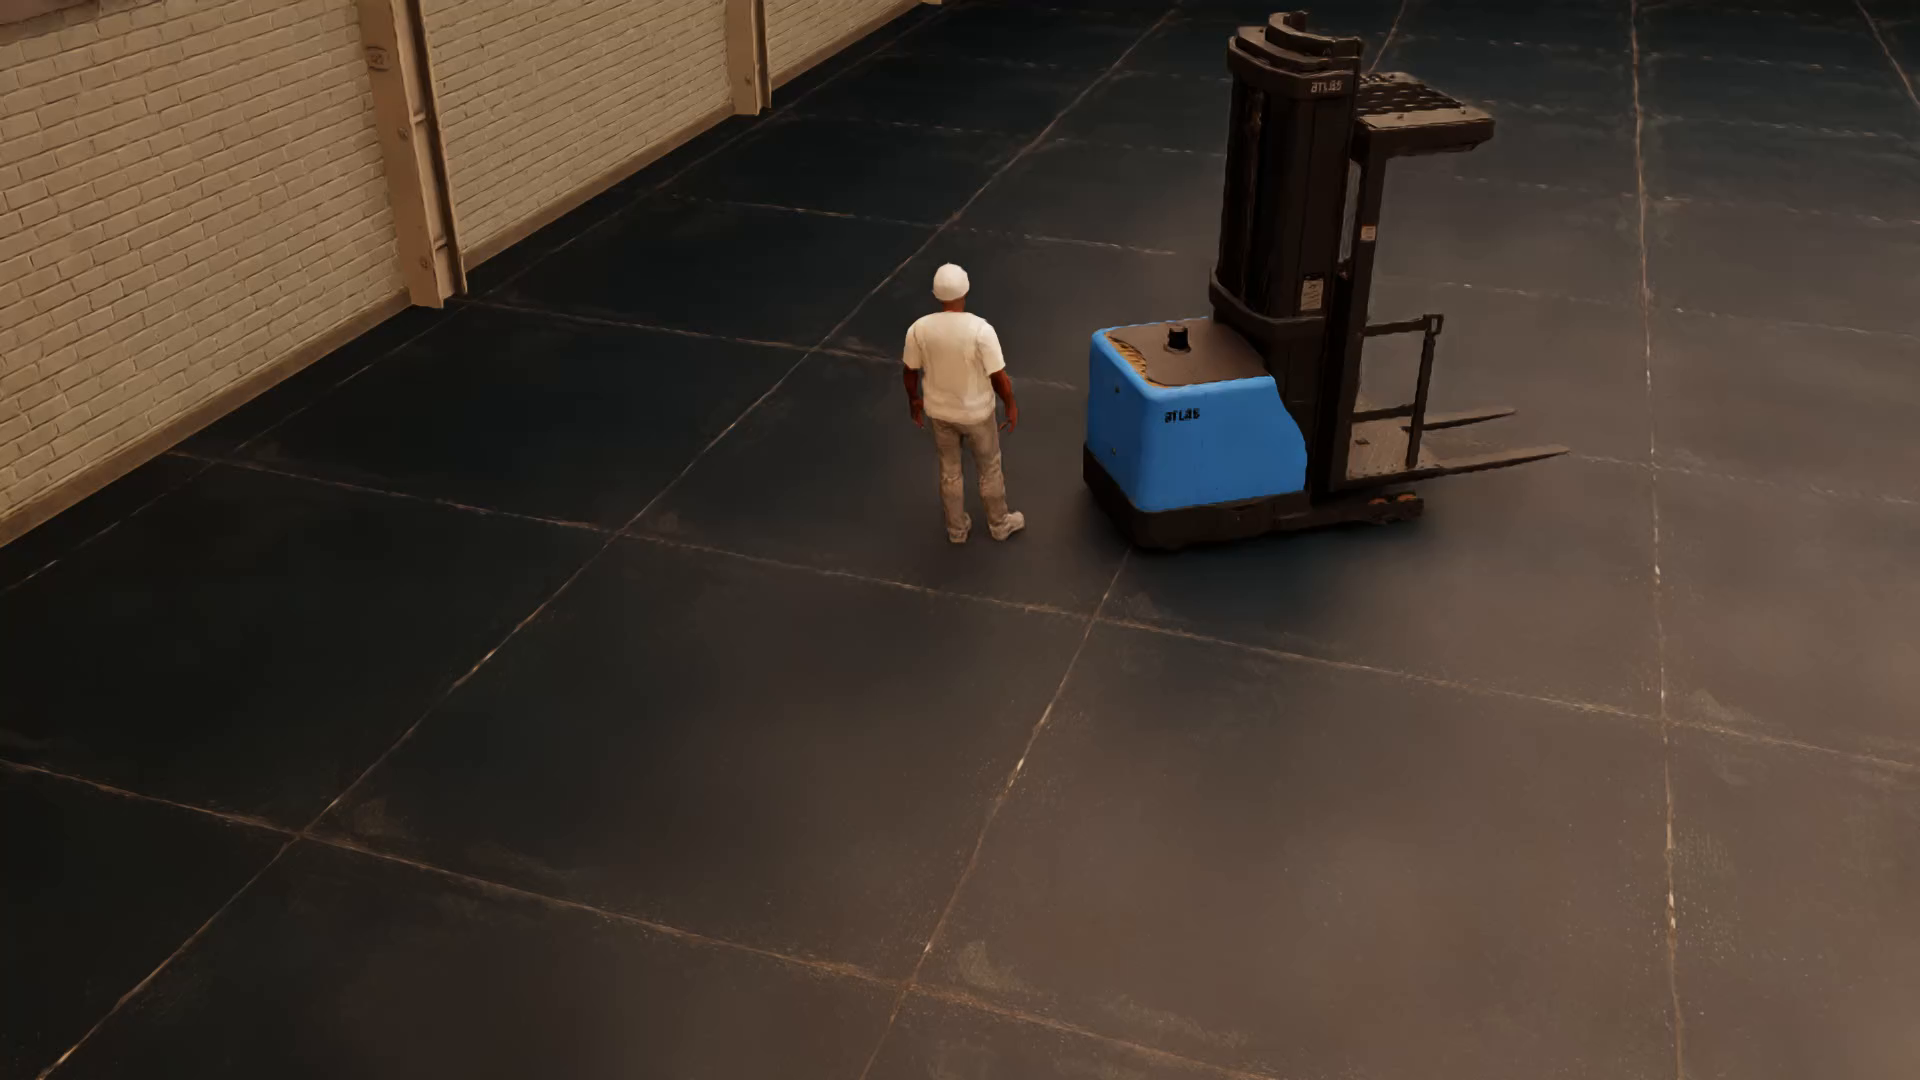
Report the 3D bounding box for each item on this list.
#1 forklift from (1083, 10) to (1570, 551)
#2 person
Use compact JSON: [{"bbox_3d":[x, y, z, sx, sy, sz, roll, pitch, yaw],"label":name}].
[{"bbox_3d":[2.363,-1.608,9.957,3.031,2.935,1.130,-8,31,-14],"label":"forklift"},{"bbox_3d":[0.028,-0.805,9.711,0.665,1.766,0.576,10,31,16],"label":"person"}]
